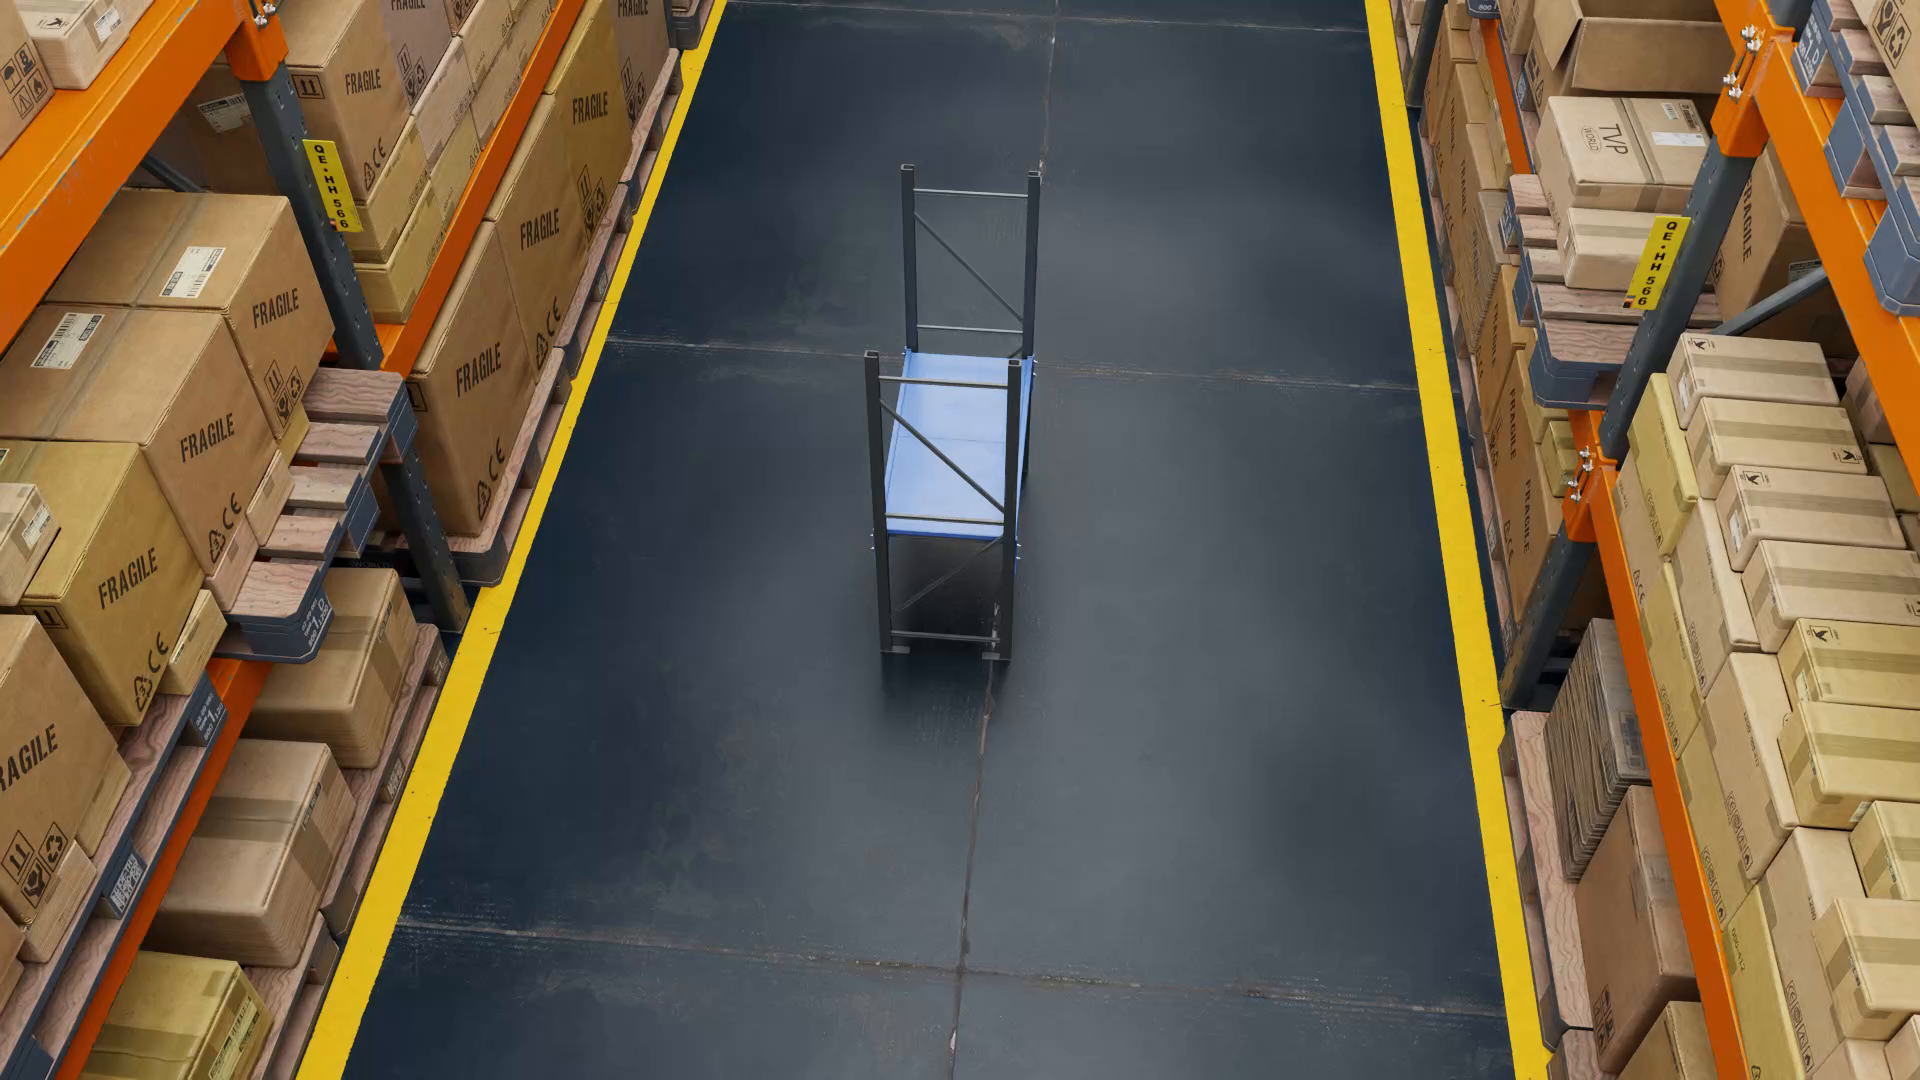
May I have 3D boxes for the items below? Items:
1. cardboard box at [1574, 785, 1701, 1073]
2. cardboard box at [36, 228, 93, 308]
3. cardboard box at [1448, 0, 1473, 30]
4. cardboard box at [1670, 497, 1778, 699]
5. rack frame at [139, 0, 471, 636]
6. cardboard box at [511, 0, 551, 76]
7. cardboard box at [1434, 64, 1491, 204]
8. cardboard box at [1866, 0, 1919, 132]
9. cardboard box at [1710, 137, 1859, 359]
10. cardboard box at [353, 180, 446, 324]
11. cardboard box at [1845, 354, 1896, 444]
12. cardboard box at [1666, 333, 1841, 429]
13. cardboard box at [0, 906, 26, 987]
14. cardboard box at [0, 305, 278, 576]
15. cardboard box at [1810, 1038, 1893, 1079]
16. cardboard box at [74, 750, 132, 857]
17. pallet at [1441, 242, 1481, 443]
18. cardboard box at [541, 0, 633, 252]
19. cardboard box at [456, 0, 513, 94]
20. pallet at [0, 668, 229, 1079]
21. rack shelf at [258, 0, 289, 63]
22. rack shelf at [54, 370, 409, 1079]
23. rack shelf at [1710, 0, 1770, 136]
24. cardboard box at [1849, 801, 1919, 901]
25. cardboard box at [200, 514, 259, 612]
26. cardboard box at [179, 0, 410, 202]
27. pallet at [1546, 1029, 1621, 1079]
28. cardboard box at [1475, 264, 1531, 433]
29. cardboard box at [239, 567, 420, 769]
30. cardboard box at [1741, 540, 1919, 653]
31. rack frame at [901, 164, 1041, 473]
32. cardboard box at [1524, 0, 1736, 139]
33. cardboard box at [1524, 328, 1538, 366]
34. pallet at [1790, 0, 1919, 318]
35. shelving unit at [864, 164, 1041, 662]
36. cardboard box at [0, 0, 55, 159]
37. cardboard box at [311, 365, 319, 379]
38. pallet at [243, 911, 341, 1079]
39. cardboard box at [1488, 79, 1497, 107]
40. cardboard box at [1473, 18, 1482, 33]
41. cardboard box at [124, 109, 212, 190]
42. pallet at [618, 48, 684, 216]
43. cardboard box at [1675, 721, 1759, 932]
[{"bbox_3d":[2.401,1.207,4.964,0.875,0.625,0.625,5,48,5],"label":"cardboard box"},{"bbox_3d":[-2.692,-0.683,4.814,0.500,0.500,0.500,3,48,2],"label":"cardboard box"},{"bbox_3d":[2.590,-2.602,8.092,0.380,0.149,0.250,6,48,5],"label":"cardboard box"},{"bbox_3d":[2.193,0.168,4.352,0.500,0.250,0.500,5,48,5],"label":"cardboard box"},{"bbox_3d":[-2.420,-0.722,5.404,1.000,3.000,0.127,4,48,4],"label":"rack frame"},{"bbox_3d":[-2.001,-2.141,6.803,0.500,0.250,0.500,4,48,4],"label":"cardboard box"},{"bbox_3d":[2.581,-1.896,7.887,0.500,0.500,0.500,3,48,3],"label":"cardboard box"},{"bbox_3d":[2.215,-1.097,3.293,0.500,0.500,0.500,4,48,4],"label":"cardboard box"},{"bbox_3d":[2.726,-0.934,5.245,0.500,0.500,0.500,6,48,5],"label":"cardboard box"},{"bbox_3d":[-2.125,-1.014,5.772,0.500,0.250,0.500,3,48,3],"label":"cardboard box"},{"bbox_3d":[2.695,-0.391,4.593,0.380,0.149,0.250,5,48,5],"label":"cardboard box"},{"bbox_3d":[2.201,-0.429,4.628,0.380,0.149,0.250,5,48,5],"label":"cardboard box"},{"bbox_3d":[-2.353,0.886,3.379,0.500,0.500,0.500,4,48,3],"label":"cardboard box"},{"bbox_3d":[-2.221,-0.265,4.431,0.500,0.500,0.500,3,48,3],"label":"cardboard box"},{"bbox_3d":[2.041,1.298,3.318,0.500,0.250,0.500,5,48,4],"label":"cardboard box"},{"bbox_3d":[-2.278,0.622,4.060,0.380,0.149,0.250,2,48,2],"label":"cardboard box"},{"bbox_3d":[2.743,-0.890,7.447,1.003,0.211,1.213,4,48,4],"label":"pallet"},{"bbox_3d":[-2.107,-1.961,7.692,0.875,0.875,0.875,5,48,5],"label":"cardboard box"},{"bbox_3d":[-2.022,-1.941,6.281,0.500,0.250,0.500,4,48,3],"label":"cardboard box"},{"bbox_3d":[-2.560,0.800,4.141,1.003,0.211,1.213,4,48,4],"label":"pallet"},{"bbox_3d":[-2.238,-2.961,5.906,1.077,0.370,4.000,4,48,4],"label":"rack shelf"},{"bbox_3d":[-2.602,0.990,4.325,1.077,0.370,4.000,4,48,4],"label":"rack shelf"},{"bbox_3d":[2.706,-2.630,5.604,1.077,0.370,4.000,4,48,4],"label":"rack shelf"},{"bbox_3d":[2.166,0.718,3.580,0.380,0.149,0.250,4,48,4],"label":"cardboard box"},{"bbox_3d":[-2.177,0.052,4.581,0.380,0.149,0.250,2,48,2],"label":"cardboard box"},{"bbox_3d":[-2.132,-1.439,5.314,0.500,0.500,0.500,2,48,2],"label":"cardboard box"},{"bbox_3d":[2.296,2.047,4.761,1.003,0.211,1.213,4,48,4],"label":"pallet"},{"bbox_3d":[2.449,-0.766,6.853,0.500,0.500,0.500,6,48,5],"label":"cardboard box"},{"bbox_3d":[-2.482,0.438,5.839,0.950,0.372,0.625,1,48,1],"label":"cardboard box"},{"bbox_3d":[2.169,0.151,4.098,0.380,0.149,0.250,4,48,4],"label":"cardboard box"},{"bbox_3d":[0.039,-0.817,6.507,0.500,1.500,0.032,4,48,4],"label":"rack frame"},{"bbox_3d":[2.488,-1.779,6.016,0.797,0.503,0.637,3,48,3],"label":"cardboard box"},{"bbox_3d":[2.378,-0.681,6.336,0.380,0.149,0.250,2,48,2],"label":"cardboard box"},{"bbox_3d":[2.550,-0.835,3.602,1.213,0.211,1.003,6,48,5],"label":"pallet"},{"bbox_3d":[-0.008,-0.443,6.165,0.538,1.500,1.048,4,48,4],"label":"shelving unit"},{"bbox_3d":[-2.516,-1.072,3.623,0.700,0.500,0.500,4,48,4],"label":"cardboard box"},{"bbox_3d":[-2.216,-0.522,5.106,0.380,0.149,0.250,5,48,5],"label":"cardboard box"},{"bbox_3d":[-2.607,1.687,5.090,1.003,0.211,1.213,4,48,4],"label":"pallet"},{"bbox_3d":[2.618,-2.001,7.543,0.380,0.149,0.250,3,48,3],"label":"cardboard box"},{"bbox_3d":[2.614,-2.508,7.805,0.380,0.149,0.250,2,48,2],"label":"cardboard box"},{"bbox_3d":[-2.634,-1.491,5.361,0.500,0.500,0.500,3,48,2],"label":"cardboard box"},{"bbox_3d":[-2.051,-2.148,8.598,1.003,0.211,1.213,4,48,4],"label":"pallet"},{"bbox_3d":[2.149,0.718,4.188,0.500,0.250,0.500,2,48,2],"label":"cardboard box"}]
